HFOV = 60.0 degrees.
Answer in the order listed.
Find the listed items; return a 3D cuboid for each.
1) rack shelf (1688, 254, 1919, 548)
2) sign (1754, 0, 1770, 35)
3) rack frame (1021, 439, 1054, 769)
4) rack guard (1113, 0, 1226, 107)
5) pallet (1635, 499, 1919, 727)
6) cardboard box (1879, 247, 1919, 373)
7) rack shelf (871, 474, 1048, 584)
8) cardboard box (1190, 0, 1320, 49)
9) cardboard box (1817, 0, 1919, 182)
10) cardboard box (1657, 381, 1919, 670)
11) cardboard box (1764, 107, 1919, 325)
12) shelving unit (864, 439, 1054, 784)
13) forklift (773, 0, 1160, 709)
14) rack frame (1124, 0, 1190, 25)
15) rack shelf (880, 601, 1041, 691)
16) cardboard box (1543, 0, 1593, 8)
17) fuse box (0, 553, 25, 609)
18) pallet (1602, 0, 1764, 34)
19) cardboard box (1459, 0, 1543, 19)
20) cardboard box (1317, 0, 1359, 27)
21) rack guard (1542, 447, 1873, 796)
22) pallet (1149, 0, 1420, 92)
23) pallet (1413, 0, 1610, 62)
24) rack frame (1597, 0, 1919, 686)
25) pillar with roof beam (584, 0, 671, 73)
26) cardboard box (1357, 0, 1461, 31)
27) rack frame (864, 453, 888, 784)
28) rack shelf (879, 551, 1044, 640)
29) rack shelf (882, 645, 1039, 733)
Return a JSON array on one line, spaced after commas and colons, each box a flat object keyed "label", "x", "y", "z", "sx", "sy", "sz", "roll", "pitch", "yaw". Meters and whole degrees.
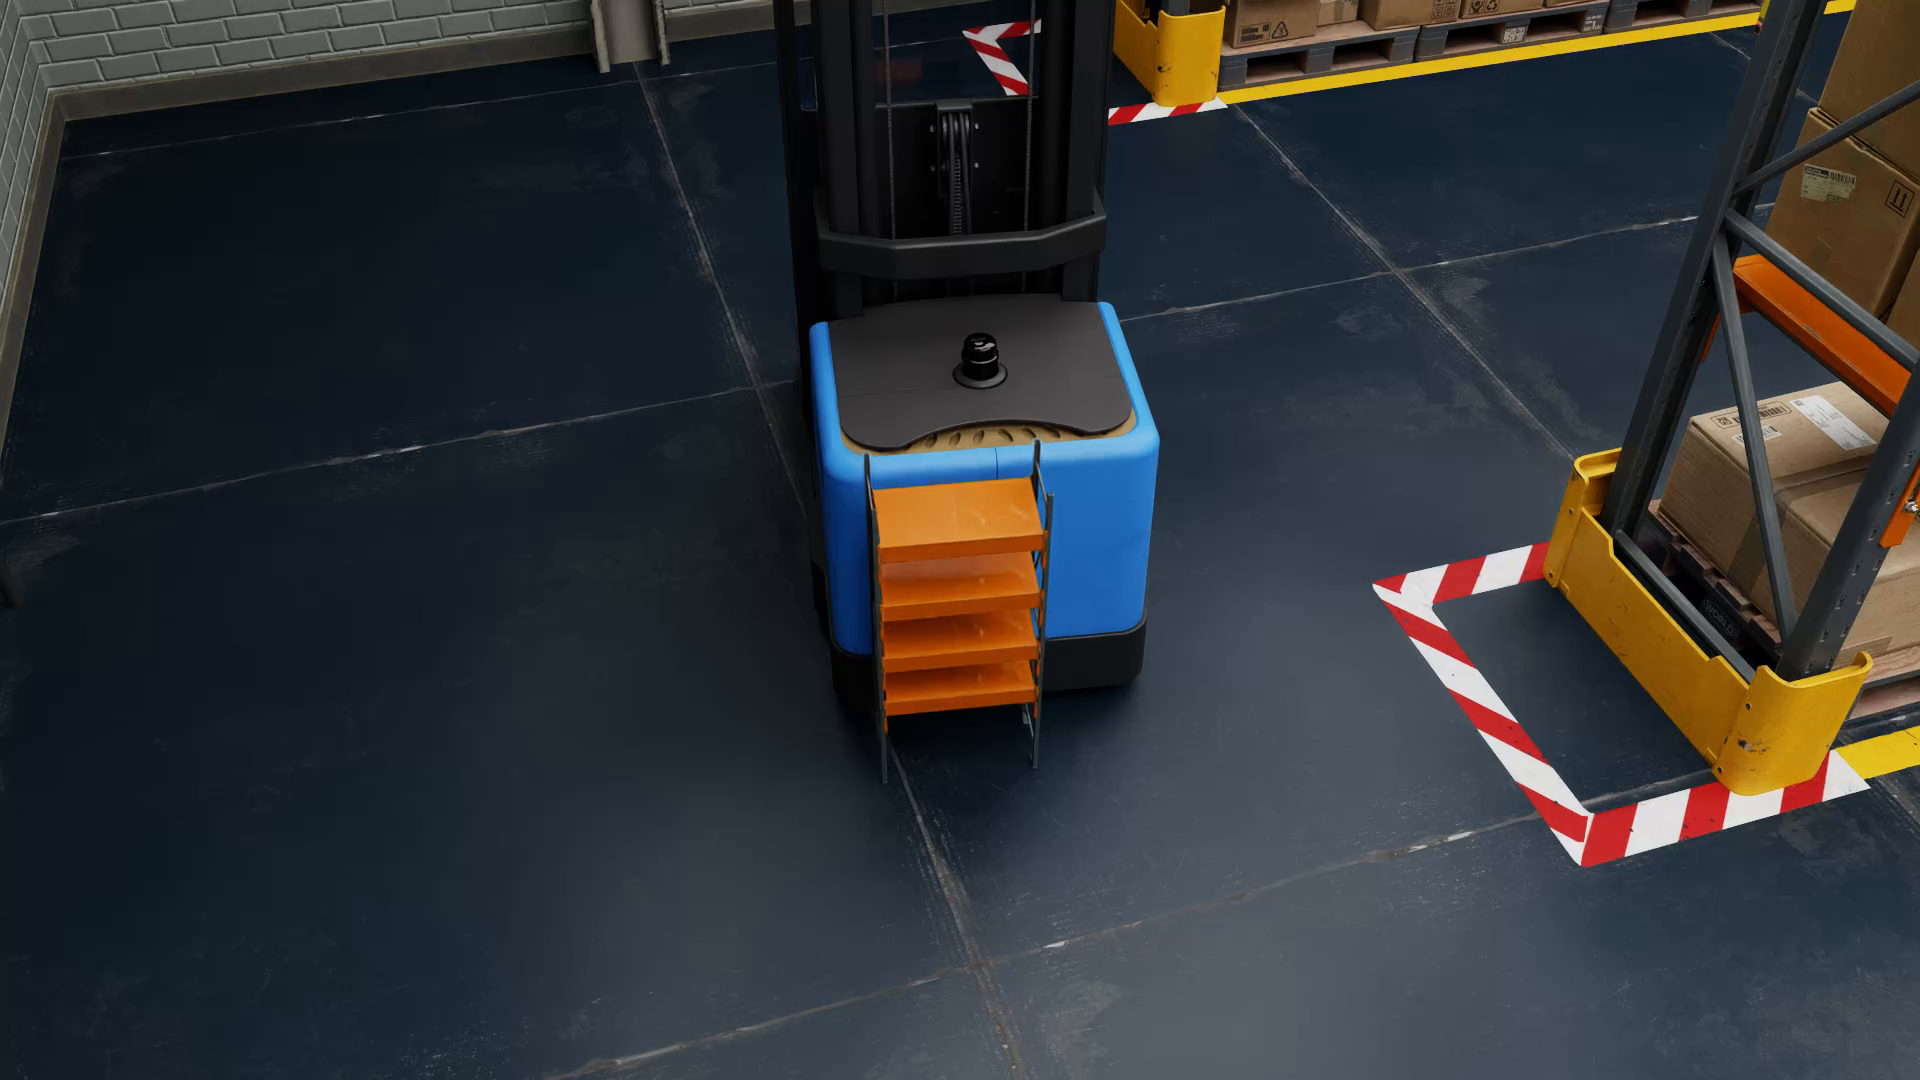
[{"label": "rack shelf", "x": 4.392, "y": -0.830, "z": 5.467, "sx": 4.000, "sy": 0.370, "sz": 1.077, "roll": -12, "pitch": 42, "yaw": -13}, {"label": "sign", "x": 2.334, "y": -1.574, "z": 4.712, "sx": 0.005, "sy": 0.325, "sz": 0.100, "roll": -12, "pitch": 42, "yaw": -13}, {"label": "rack frame", "x": 0.231, "y": 0.228, "z": 5.068, "sx": 0.015, "sy": 1.200, "sz": 0.240, "roll": -5, "pitch": 44, "yaw": -6}, {"label": "rack guard", "x": 1.062, "y": -2.894, "z": 9.182, "sx": 0.348, "sy": 0.500, "sz": 1.175, "roll": -12, "pitch": 42, "yaw": -13}, {"label": "pallet", "x": 3.223, "y": 0.137, "z": 5.932, "sx": 1.213, "sy": 0.211, "sz": 1.003, "roll": -12, "pitch": 42, "yaw": -13}, {"label": "cardboard box", "x": 3.028, "y": -0.658, "z": 4.647, "sx": 0.500, "sy": 0.500, "sz": 0.500, "roll": -12, "pitch": 43, "yaw": -13}, {"label": "rack shelf", "x": -0.009, "y": -0.035, "z": 4.772, "sx": 0.480, "sy": 0.148, "sz": 0.258, "roll": -5, "pitch": 44, "yaw": -6}, {"label": "cardboard box", "x": 1.601, "y": -3.099, "z": 9.096, "sx": 0.637, "sy": 0.503, "sz": 0.797, "roll": -13, "pitch": 43, "yaw": -15}, {"label": "cardboard box", "x": 2.872, "y": -1.365, "z": 4.696, "sx": 0.500, "sy": 0.500, "sz": 0.500, "roll": -10, "pitch": 42, "yaw": -12}, {"label": "cardboard box", "x": 3.083, "y": -0.092, "z": 5.704, "sx": 0.875, "sy": 0.438, "sz": 0.875, "roll": -13, "pitch": 43, "yaw": -15}, {"label": "cardboard box", "x": 2.864, "y": -1.005, "z": 5.044, "sx": 0.500, "sy": 0.500, "sz": 0.500, "roll": -11, "pitch": 42, "yaw": -13}, {"label": "shelving unit", "x": -0.011, "y": 0.249, "z": 5.044, "sx": 0.503, "sy": 1.200, "sz": 0.258, "roll": -5, "pitch": 44, "yaw": -6}, {"label": "forklift", "x": -0.080, "y": -1.515, "z": 5.757, "sx": 1.130, "sy": 2.935, "sz": 3.031, "roll": -5, "pitch": 41, "yaw": -6}, {"label": "rack frame", "x": 0.989, "y": -3.820, "z": 8.342, "sx": 0.127, "sy": 3.000, "sz": 1.000, "roll": -12, "pitch": 42, "yaw": -13}, {"label": "rack shelf", "x": -0.011, "y": 0.297, "z": 5.091, "sx": 0.480, "sy": 0.148, "sz": 0.258, "roll": -5, "pitch": 44, "yaw": -6}, {"label": "cardboard box", "x": 3.418, "y": -3.448, "z": 9.497, "sx": 0.500, "sy": 0.500, "sz": 0.700, "roll": -13, "pitch": 43, "yaw": -15}, {"label": "fuse box", "x": -3.379, "y": -0.438, "z": 5.451, "sx": 0.414, "sy": 1.711, "sz": 0.539, "roll": -12, "pitch": 42, "yaw": -13}, {"label": "pallet", "x": 4.149, "y": -3.425, "z": 10.010, "sx": 1.213, "sy": 0.211, "sz": 1.003, "roll": -12, "pitch": 42, "yaw": -13}, {"label": "cardboard box", "x": 2.963, "y": -3.284, "z": 9.310, "sx": 0.500, "sy": 0.500, "sz": 0.500, "roll": -11, "pitch": 42, "yaw": -12}, {"label": "cardboard box", "x": 2.018, "y": -3.025, "z": 9.281, "sx": 0.250, "sy": 0.149, "sz": 0.380, "roll": -13, "pitch": 43, "yaw": -15}, {"label": "rack guard", "x": 2.461, "y": 0.240, "z": 5.595, "sx": 0.348, "sy": 0.500, "sz": 1.175, "roll": -12, "pitch": 42, "yaw": -13}, {"label": "pallet", "x": 1.822, "y": -2.943, "z": 9.458, "sx": 1.213, "sy": 0.211, "sz": 1.003, "roll": -12, "pitch": 42, "yaw": -13}, {"label": "pallet", "x": 2.984, "y": -3.182, "z": 9.731, "sx": 1.213, "sy": 0.211, "sz": 1.003, "roll": -12, "pitch": 42, "yaw": -13}, {"label": "rack frame", "x": 2.484, "y": -0.706, "z": 4.778, "sx": 0.127, "sy": 3.000, "sz": 1.000, "roll": -12, "pitch": 42, "yaw": -13}, {"label": "pillar with roof beam", "x": -0.560, "y": -3.410, "z": 3.314, "sx": 0.400, "sy": 9.000, "sz": 9.100, "roll": -12, "pitch": 42, "yaw": -13}, {"label": "cardboard box", "x": 2.428, "y": -3.243, "z": 9.262, "sx": 0.500, "sy": 0.500, "sz": 0.700, "roll": -10, "pitch": 42, "yaw": -11}, {"label": "rack frame", "x": -0.253, "y": 0.270, "z": 5.020, "sx": 0.015, "sy": 1.200, "sz": 0.240, "roll": -5, "pitch": 44, "yaw": -6}, {"label": "rack shelf", "x": -0.010, "y": 0.136, "z": 4.936, "sx": 0.480, "sy": 0.148, "sz": 0.258, "roll": -5, "pitch": 44, "yaw": -6}, {"label": "rack shelf", "x": -0.012, "y": 0.440, "z": 5.228, "sx": 0.480, "sy": 0.148, "sz": 0.258, "roll": -5, "pitch": 44, "yaw": -6}]
